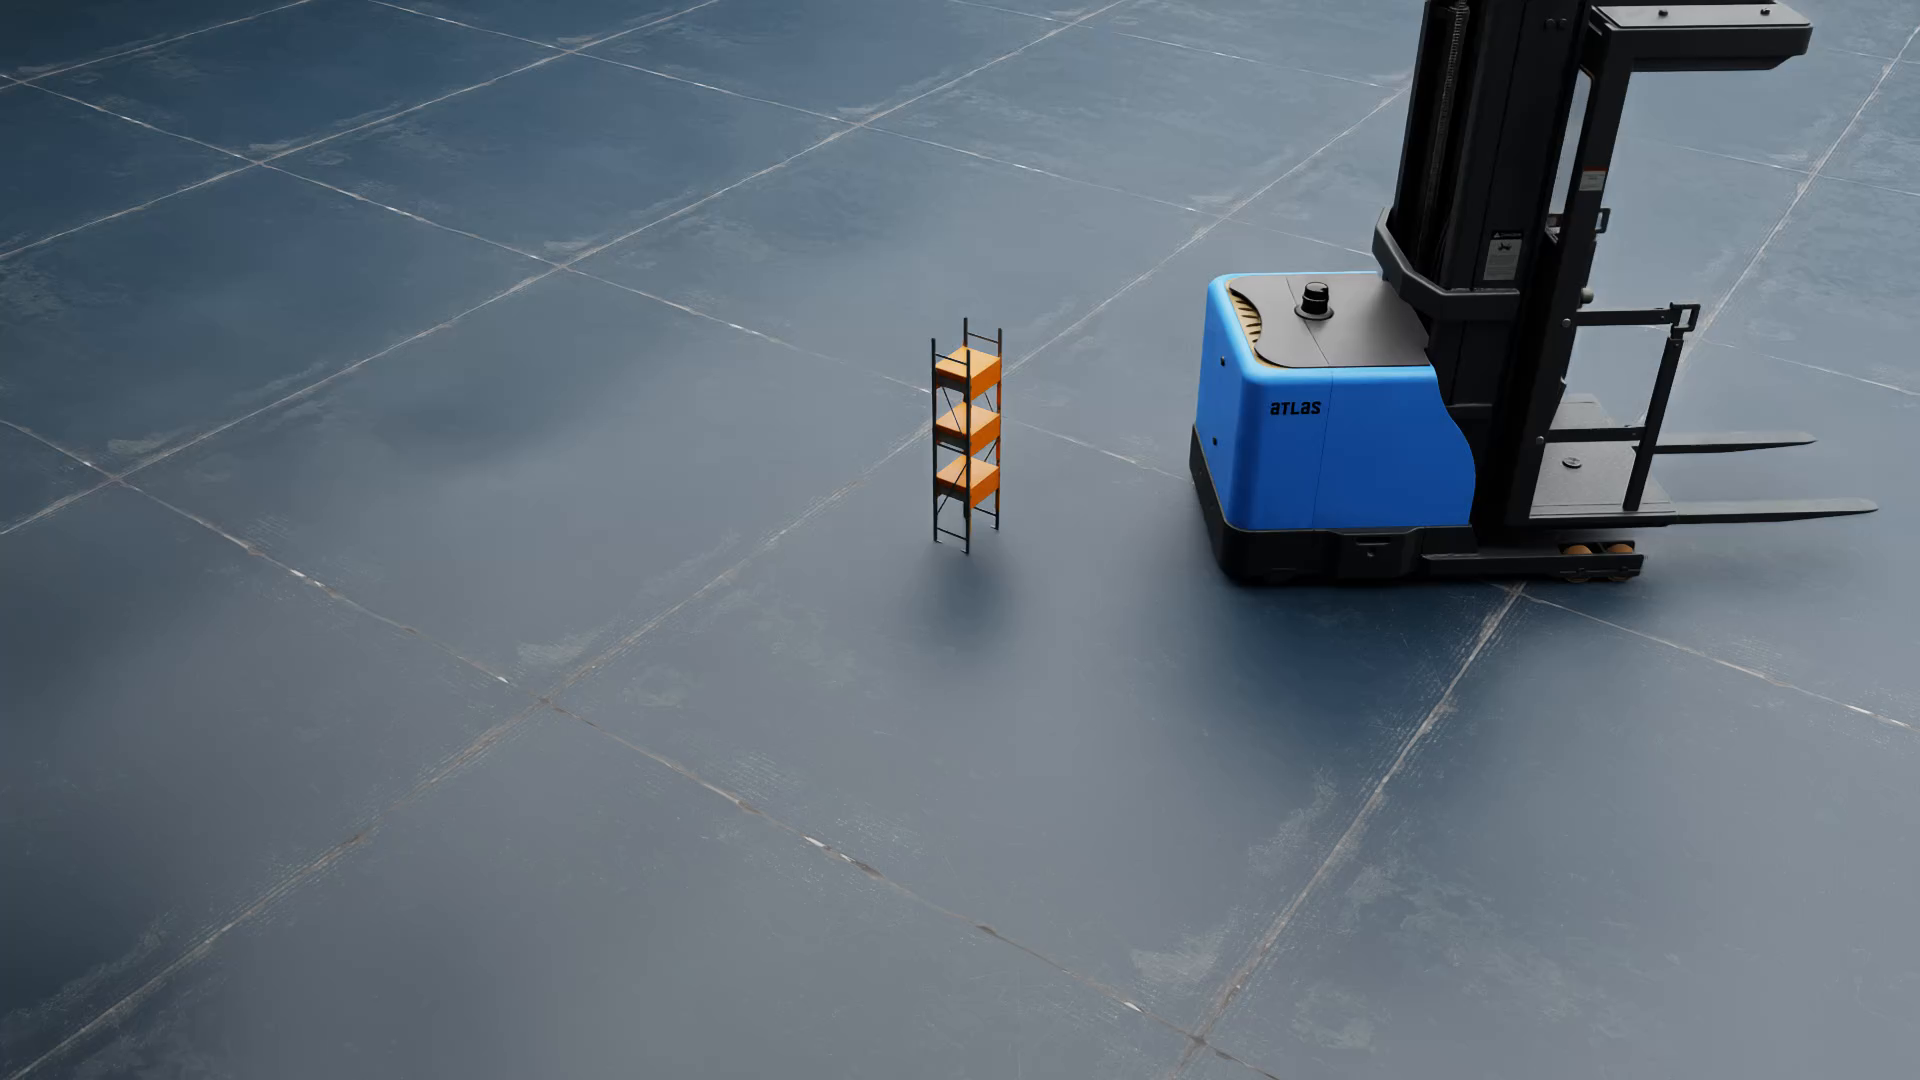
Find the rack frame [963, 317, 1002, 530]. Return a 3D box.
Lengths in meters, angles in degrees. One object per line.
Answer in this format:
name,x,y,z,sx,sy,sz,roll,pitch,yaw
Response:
rack frame,0.100,-0.516,7.575,0.200,1.050,0.008,21,39,28

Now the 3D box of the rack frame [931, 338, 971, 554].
rack frame,-0.039,-0.403,7.409,0.200,1.050,0.008,21,39,28

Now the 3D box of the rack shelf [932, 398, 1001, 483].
rack shelf,0.031,-0.451,7.498,0.215,0.259,0.240,21,39,28

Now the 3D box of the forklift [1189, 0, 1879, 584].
forklift,2.657,-1.320,7.085,3.031,2.935,1.130,-1,34,-2

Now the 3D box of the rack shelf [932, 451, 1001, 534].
rack shelf,0.031,-0.221,7.654,0.215,0.259,0.240,21,39,28

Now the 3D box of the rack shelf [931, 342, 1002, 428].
rack shelf,0.031,-0.686,7.339,0.215,0.259,0.240,21,39,28

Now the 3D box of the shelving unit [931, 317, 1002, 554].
shelving unit,0.031,-0.460,7.492,0.215,1.050,0.252,21,39,28
